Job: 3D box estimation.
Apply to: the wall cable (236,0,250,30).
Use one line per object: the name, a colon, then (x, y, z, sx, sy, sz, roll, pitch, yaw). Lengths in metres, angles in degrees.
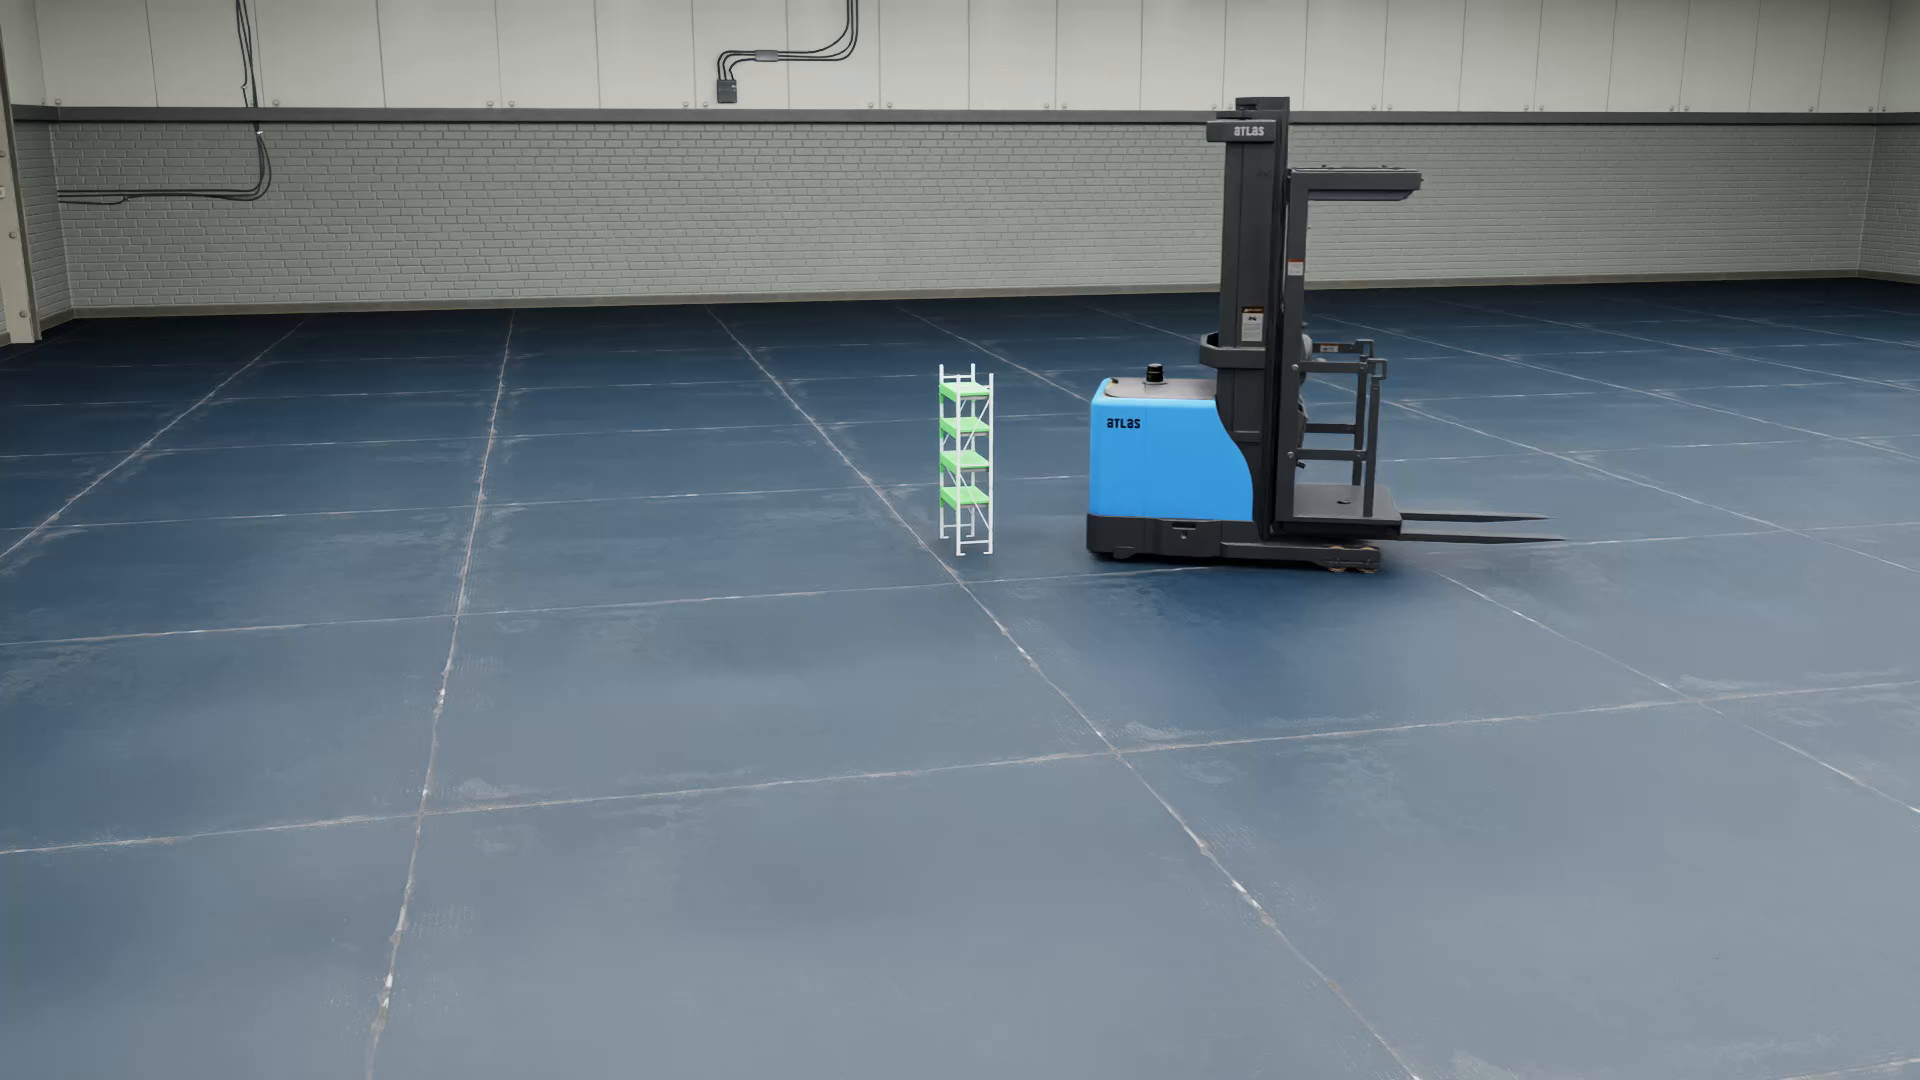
wall cable: (-9.352, -8.894, 24.771, 3.097, 2.526, 0.112, -3, 14, -13)

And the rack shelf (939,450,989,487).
rack shelf: (0.039, -0.483, 11.144, 0.258, 0.148, 0.480, -3, 14, -13)

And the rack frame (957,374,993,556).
rack frame: (0.096, -0.488, 10.898, 0.240, 1.200, 0.015, -3, 14, -13)

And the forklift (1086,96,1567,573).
forklift: (2.392, -1.347, 10.764, 3.031, 2.935, 1.130, 2, 14, 9)

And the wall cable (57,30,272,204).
wall cable: (-11.982, -6.290, 24.753, 3.097, 2.526, 0.112, -3, 14, -13)

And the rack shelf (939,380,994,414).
rack shelf: (0.039, -0.949, 11.030, 0.258, 0.148, 0.480, -3, 14, -13)

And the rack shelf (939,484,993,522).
rack shelf: (0.039, -0.249, 11.200, 0.258, 0.148, 0.480, -3, 14, -13)

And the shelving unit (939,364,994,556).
shelving unit: (0.039, -0.545, 11.128, 0.258, 1.200, 0.503, -3, 14, -13)

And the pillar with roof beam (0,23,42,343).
pillar with roof beam: (-8.391, -7.285, 22.283, 9.100, 9.000, 0.400, -3, 14, -13)

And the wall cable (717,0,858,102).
wall cable: (-2.750, -9.976, 26.132, 2.305, 6.003, 0.169, -3, 14, -13)

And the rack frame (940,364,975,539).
rack frame: (-0.018, -0.601, 11.359, 0.240, 1.200, 0.015, -3, 14, -13)

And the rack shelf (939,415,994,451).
rack shelf: (0.039, -0.716, 11.087, 0.258, 0.148, 0.480, -3, 14, -13)
